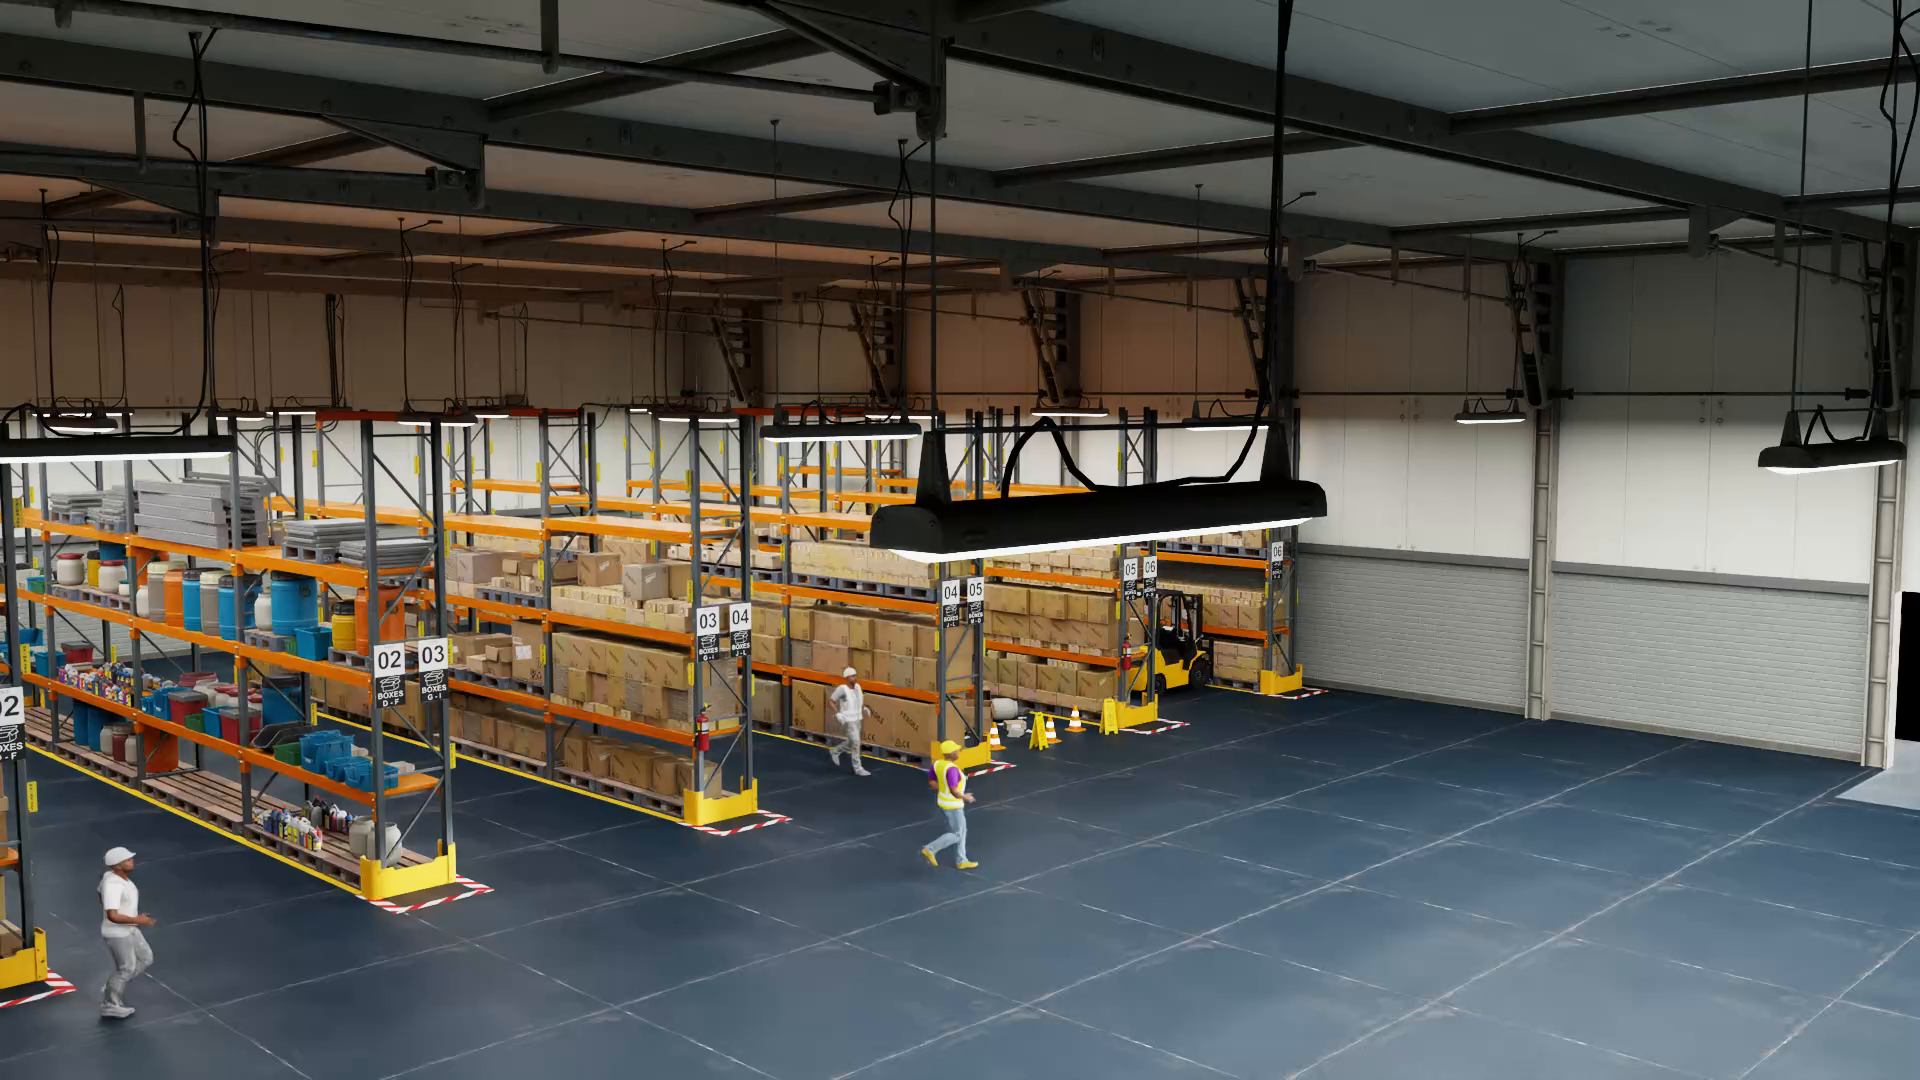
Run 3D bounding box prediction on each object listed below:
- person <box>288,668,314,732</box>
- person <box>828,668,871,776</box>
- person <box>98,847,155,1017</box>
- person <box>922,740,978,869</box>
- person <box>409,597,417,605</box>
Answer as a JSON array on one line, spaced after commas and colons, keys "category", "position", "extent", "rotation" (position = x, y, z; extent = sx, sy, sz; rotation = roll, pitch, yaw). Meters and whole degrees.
[{"category": "person", "position": [-11.561, 2.941, 29.054], "extent": [0.590, 1.647, 0.589], "rotation": [4, 6, 35]}, {"category": "person", "position": [-1.847, 2.996, 27.629], "extent": [0.919, 1.770, 0.706], "rotation": [3, 6, 34]}, {"category": "person", "position": [-8.466, 3.967, 16.890], "extent": [0.573, 1.730, 0.714], "rotation": [-2, 5, -20]}, {"category": "person", "position": [-0.125, 3.508, 21.971], "extent": [0.796, 1.739, 0.711], "rotation": [-2, 5, -23]}, {"category": "person", "position": [-13.144, 2.065, 39.168], "extent": [0.763, 1.583, 0.834], "rotation": [4, 6, 36]}]
